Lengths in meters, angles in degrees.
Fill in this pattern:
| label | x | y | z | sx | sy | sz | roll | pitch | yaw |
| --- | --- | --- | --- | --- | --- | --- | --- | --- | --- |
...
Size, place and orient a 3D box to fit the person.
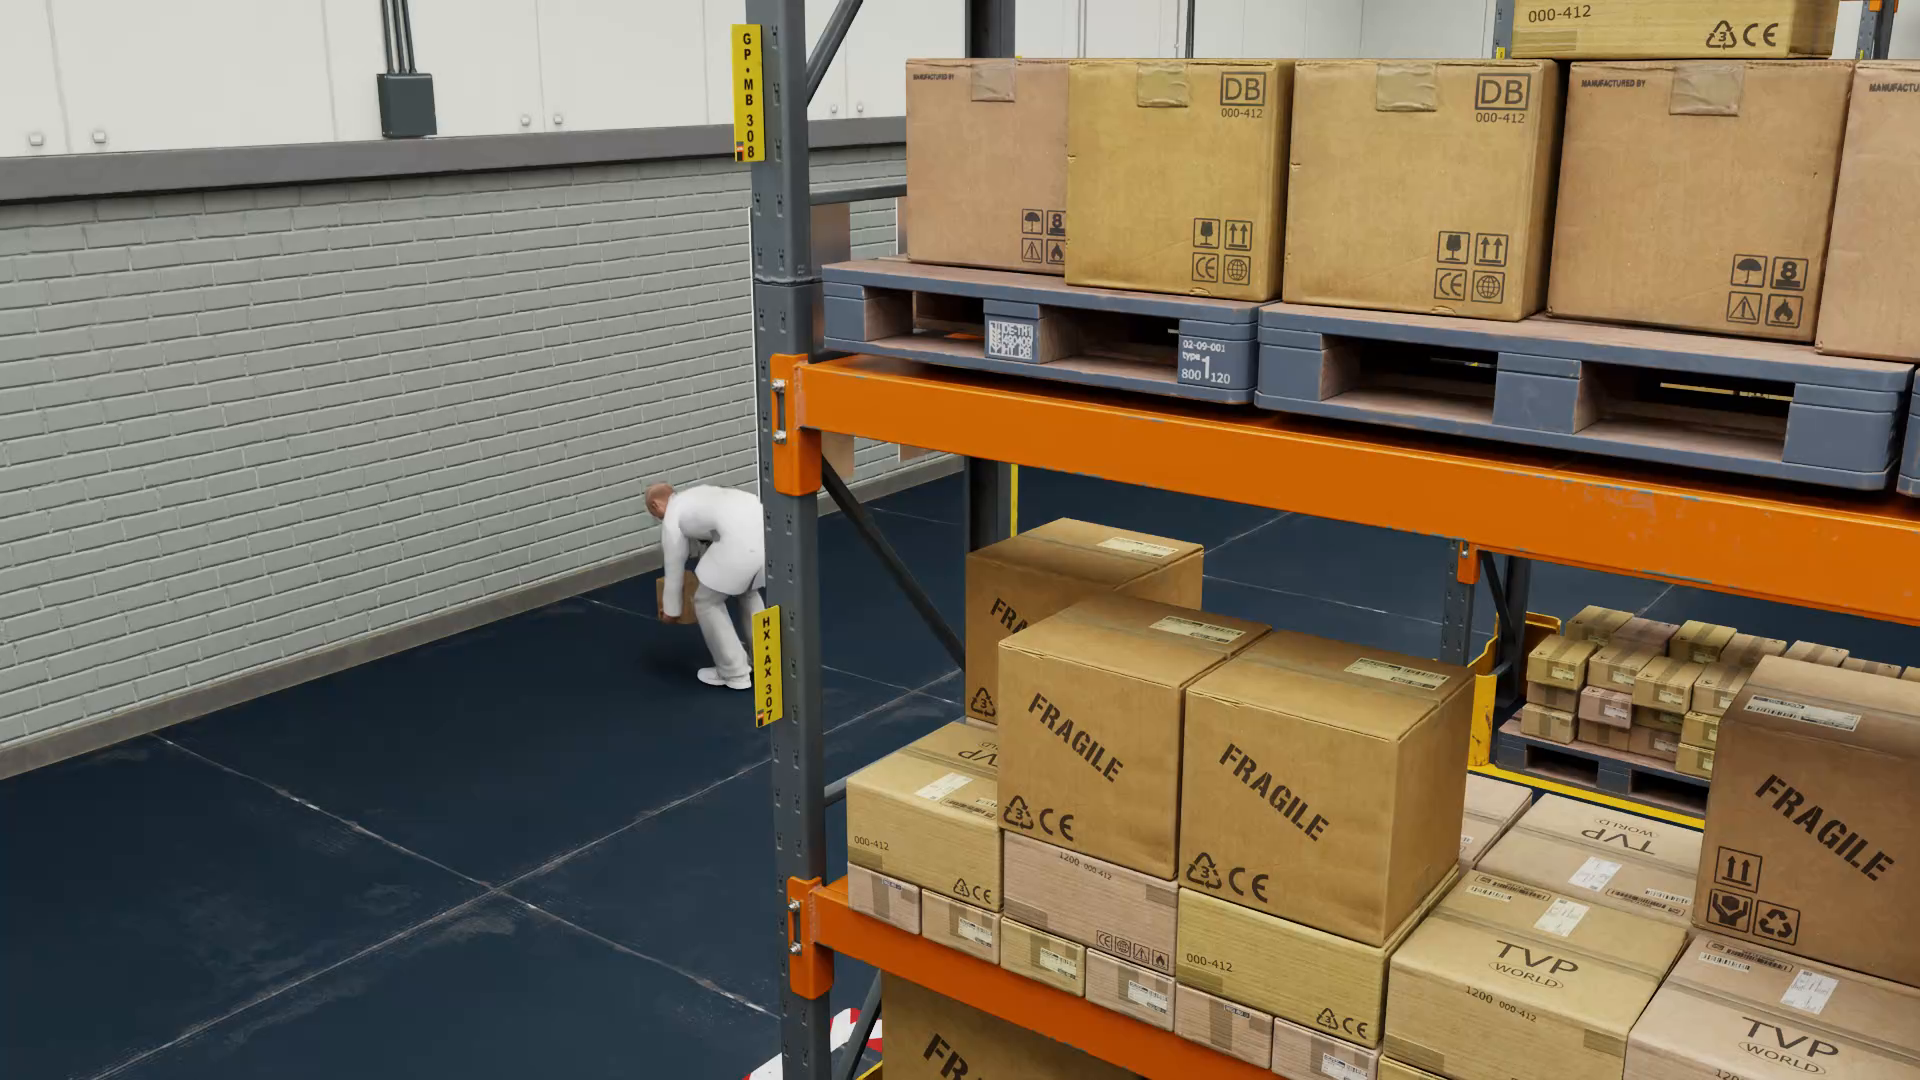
| label | x | y | z | sx | sy | sz | roll | pitch | yaw |
| --- | --- | --- | --- | --- | --- | --- | --- | --- | --- |
| person | -1.480 | 0.242 | 9.873 | 0.948 | 1.140 | 0.568 | 11 | 20 | 33 |
